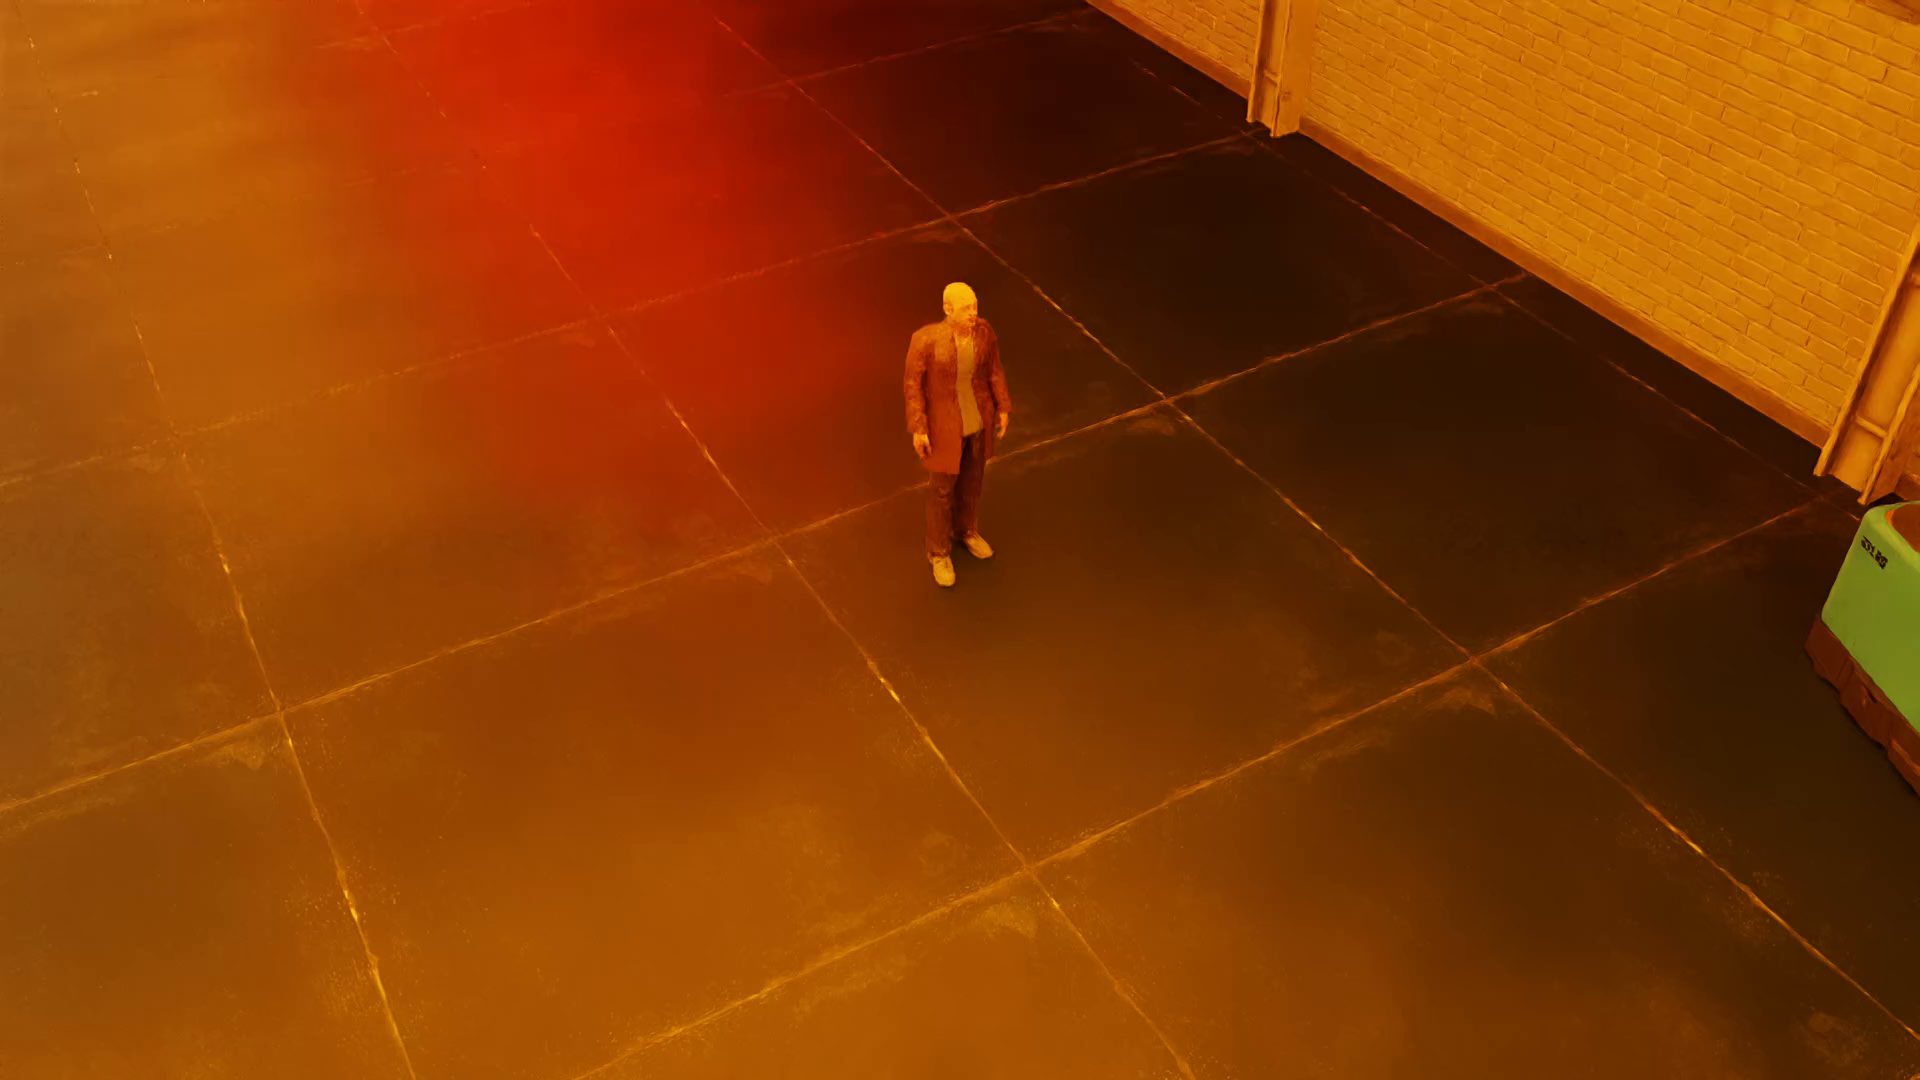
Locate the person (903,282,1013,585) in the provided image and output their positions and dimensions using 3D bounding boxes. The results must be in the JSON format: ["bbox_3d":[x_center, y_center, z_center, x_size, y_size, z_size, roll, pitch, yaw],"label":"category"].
[{"bbox_3d":[0.042,-0.638,9.697,0.694,1.776,0.580,-20,44,-23],"label":"person"}]

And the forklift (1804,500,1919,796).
[{"bbox_3d":[5.575,0.391,7.564,1.130,2.935,3.031,-7,40,-8],"label":"forklift"}]
